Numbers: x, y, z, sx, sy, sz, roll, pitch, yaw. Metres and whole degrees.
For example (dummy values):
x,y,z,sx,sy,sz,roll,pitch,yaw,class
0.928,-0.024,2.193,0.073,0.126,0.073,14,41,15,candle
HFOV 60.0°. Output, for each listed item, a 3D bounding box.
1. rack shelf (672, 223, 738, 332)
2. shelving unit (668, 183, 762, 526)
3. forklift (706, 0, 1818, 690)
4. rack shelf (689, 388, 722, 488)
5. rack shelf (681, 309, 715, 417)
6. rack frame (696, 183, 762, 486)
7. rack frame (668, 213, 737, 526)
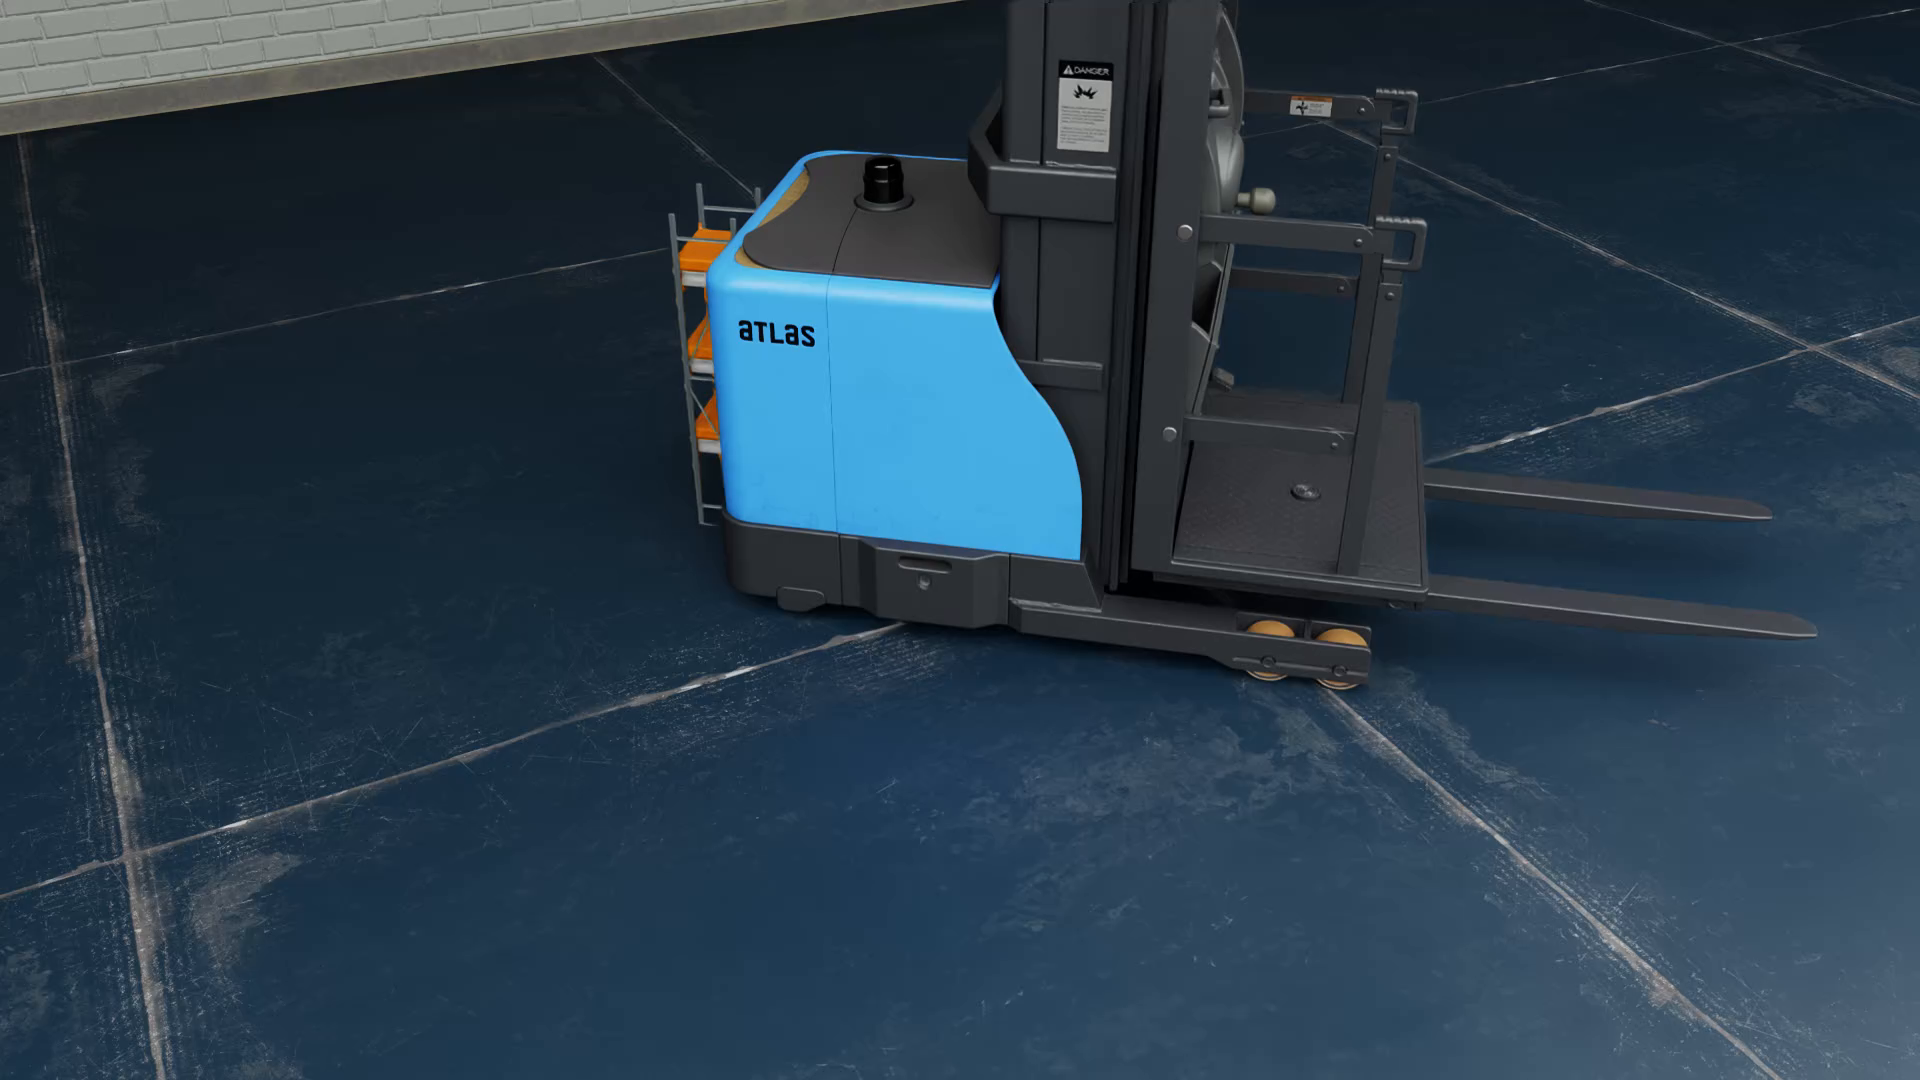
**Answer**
x,y,z,sx,sy,sz,roll,pitch,yaw,class
-0.713,-0.777,4.984,0.215,0.259,0.240,6,33,9,rack shelf
-0.713,-0.547,5.131,0.215,1.050,0.252,6,33,9,shelving unit
0.878,-1.134,4.304,3.031,2.935,1.130,6,33,10,forklift
-0.713,-0.304,5.287,0.215,0.259,0.240,6,33,9,rack shelf
-0.713,-0.539,5.137,0.215,0.259,0.240,6,33,9,rack shelf
-0.690,-0.612,5.232,0.200,1.050,0.008,6,33,9,rack frame
-0.736,-0.483,5.030,0.200,1.050,0.008,6,33,9,rack frame
